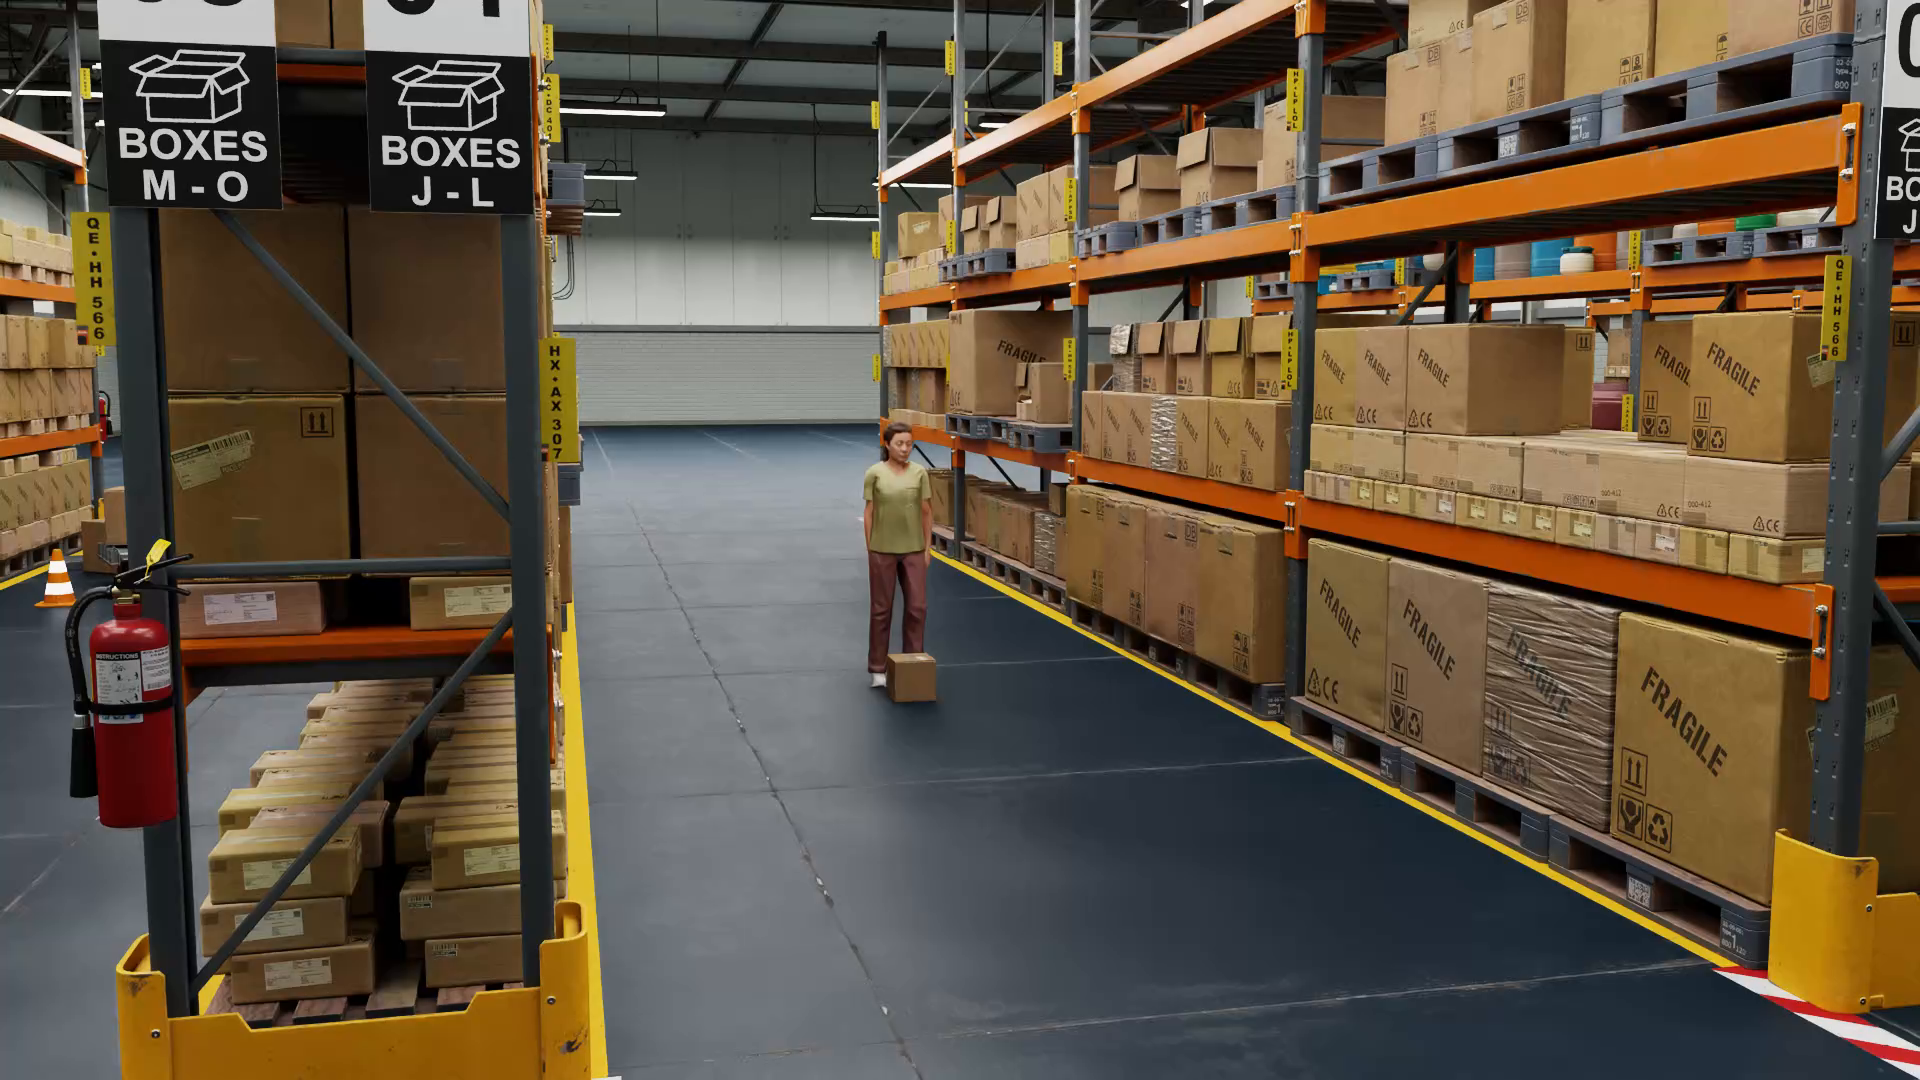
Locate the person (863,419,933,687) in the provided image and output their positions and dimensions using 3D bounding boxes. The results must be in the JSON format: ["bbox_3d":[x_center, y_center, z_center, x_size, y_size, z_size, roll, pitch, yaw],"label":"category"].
[{"bbox_3d":[-0.385,0.081,10.453,0.443,1.670,0.365,-1,6,-13],"label":"person"}]
